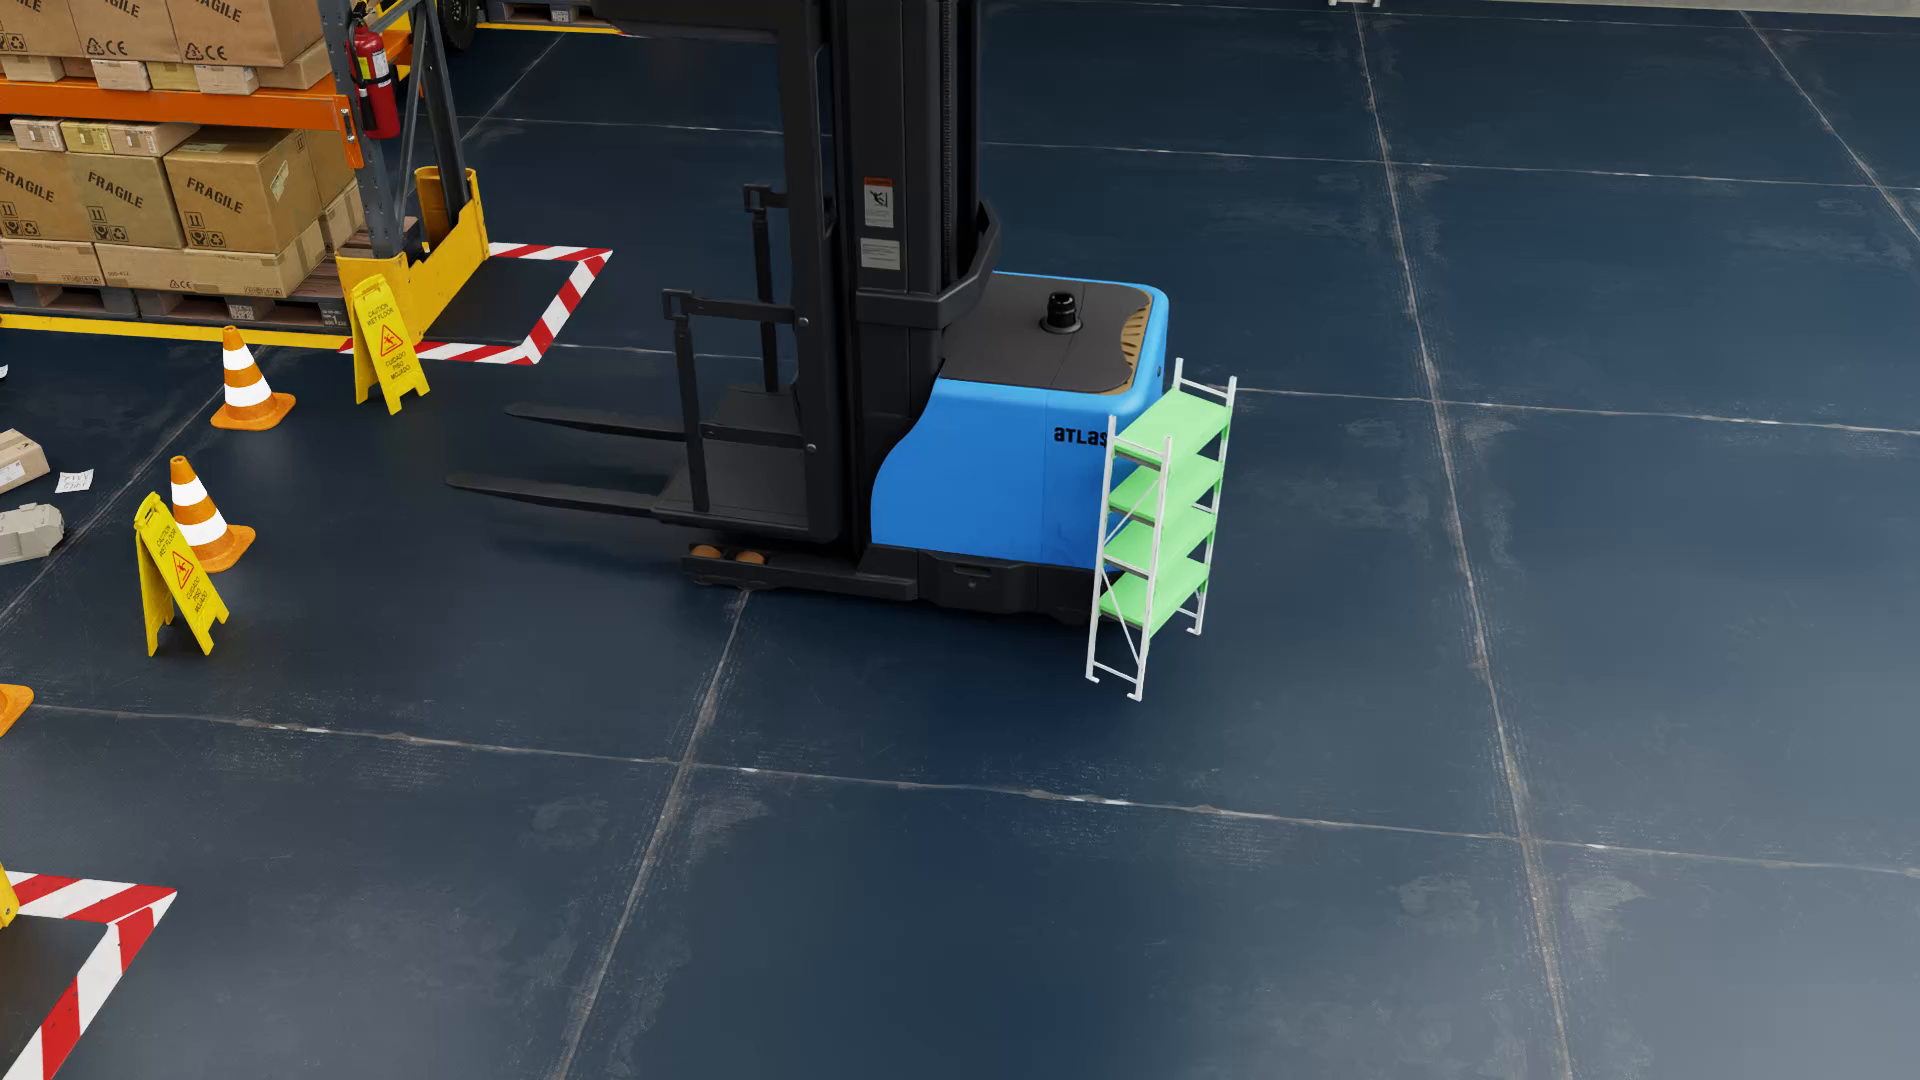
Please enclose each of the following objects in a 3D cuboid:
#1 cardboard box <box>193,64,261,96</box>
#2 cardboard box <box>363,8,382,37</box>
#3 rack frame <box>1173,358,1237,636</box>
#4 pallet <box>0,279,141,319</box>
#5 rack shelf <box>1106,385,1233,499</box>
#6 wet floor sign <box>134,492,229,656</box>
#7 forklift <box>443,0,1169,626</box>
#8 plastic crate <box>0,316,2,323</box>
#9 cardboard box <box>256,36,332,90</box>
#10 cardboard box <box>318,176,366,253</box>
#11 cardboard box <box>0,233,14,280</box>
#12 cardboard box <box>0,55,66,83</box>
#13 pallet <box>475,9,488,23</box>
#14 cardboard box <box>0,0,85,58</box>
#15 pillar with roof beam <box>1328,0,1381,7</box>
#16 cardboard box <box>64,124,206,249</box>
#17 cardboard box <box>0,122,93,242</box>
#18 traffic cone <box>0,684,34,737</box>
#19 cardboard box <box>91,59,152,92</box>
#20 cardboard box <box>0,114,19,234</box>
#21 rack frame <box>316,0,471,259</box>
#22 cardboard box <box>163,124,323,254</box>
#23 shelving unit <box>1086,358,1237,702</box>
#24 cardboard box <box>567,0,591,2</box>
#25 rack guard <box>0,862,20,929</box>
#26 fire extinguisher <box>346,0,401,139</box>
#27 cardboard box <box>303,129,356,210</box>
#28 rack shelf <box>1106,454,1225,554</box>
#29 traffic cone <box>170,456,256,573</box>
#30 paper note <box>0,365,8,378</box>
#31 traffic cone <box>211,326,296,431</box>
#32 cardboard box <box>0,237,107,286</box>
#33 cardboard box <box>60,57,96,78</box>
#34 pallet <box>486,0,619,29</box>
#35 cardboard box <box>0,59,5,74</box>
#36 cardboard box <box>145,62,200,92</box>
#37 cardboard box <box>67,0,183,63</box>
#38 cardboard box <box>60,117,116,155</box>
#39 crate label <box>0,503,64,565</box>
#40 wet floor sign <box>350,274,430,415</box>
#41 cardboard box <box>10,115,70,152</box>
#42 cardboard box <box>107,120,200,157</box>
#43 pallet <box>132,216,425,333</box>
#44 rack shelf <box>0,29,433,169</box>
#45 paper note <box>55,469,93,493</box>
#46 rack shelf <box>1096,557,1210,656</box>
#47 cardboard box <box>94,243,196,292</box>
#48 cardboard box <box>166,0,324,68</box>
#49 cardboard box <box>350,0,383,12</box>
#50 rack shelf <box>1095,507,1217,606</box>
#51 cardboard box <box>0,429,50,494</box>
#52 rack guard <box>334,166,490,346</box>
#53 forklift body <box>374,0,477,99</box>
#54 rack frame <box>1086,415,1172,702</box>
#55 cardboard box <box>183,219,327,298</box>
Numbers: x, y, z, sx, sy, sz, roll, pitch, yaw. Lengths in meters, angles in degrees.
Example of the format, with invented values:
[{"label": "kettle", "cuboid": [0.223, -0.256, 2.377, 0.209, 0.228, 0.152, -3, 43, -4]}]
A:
[{"label": "cardboard box", "cuboid": [-3.523, -2.315, 8.128, 0.250, 0.149, 0.380, 4, 36, 5]}, {"label": "cardboard box", "cuboid": [-3.170, -2.600, 8.527, 0.250, 0.149, 0.380, 4, 36, 6]}, {"label": "rack frame", "cuboid": [0.883, -0.142, 6.409, 0.240, 1.200, 0.015, 23, 41, 26]}, {"label": "pallet", "cuboid": [-4.942, -1.601, 9.311, 1.213, 0.211, 1.003, 4, 36, 6]}, {"label": "rack shelf", "cuboid": [0.755, -0.360, 5.998, 0.258, 0.148, 0.480, 23, 41, 26]}, {"label": "wet floor sign", "cuboid": [-3.109, 0.121, 6.525, 0.232, 0.644, 0.267, -2, 36, -2]}, {"label": "forklift", "cuboid": [-0.696, -1.272, 6.509, 3.031, 2.935, 1.130, 7, 36, 10]}, {"label": "plastic crate", "cuboid": [-5.374, -1.077, 8.690, 0.583, 0.080, 0.402, -7, 36, -10]}, {"label": "cardboard box", "cuboid": [-3.257, -2.360, 8.191, 0.250, 0.149, 0.380, 5, 36, 8]}, {"label": "cardboard box", "cuboid": [-3.624, -1.829, 9.236, 0.500, 0.250, 0.500, 4, 36, 6]}, {"label": "cardboard box", "cuboid": [-5.218, -1.636, 8.965, 0.500, 0.250, 0.500, 4, 36, 5]}, {"label": "cardboard box", "cuboid": [-4.535, -2.414, 8.267, 0.250, 0.149, 0.380, 4, 36, 5]}, {"label": "pallet", "cuboid": [-4.201, -4.407, 13.244, 1.213, 0.211, 1.003, 4, 36, 6]}, {"label": "cardboard box", "cuboid": [-4.424, -2.680, 8.081, 0.500, 0.500, 0.500, 4, 36, 6]}, {"label": "pillar with roof beam", "cuboid": [2.596, -5.506, 7.219, 0.400, 9.000, 9.100, 4, 36, 6]}, {"label": "cardboard box", "cuboid": [-4.205, -1.861, 8.635, 0.500, 0.500, 0.500, 6, 36, 8]}, {"label": "cardboard box", "cuboid": [-4.705, -1.902, 8.693, 0.500, 0.500, 0.500, 3, 36, 5]}, {"label": "traffic cone", "cuboid": [-3.735, 0.477, 6.184, 0.334, 0.463, 0.336, 4, 36, 6]}, {"label": "cardboard box", "cuboid": [-4.034, -2.348, 8.174, 0.250, 0.149, 0.380, 5, 36, 7]}, {"label": "cardboard box", "cuboid": [-5.229, -1.939, 8.745, 0.500, 0.500, 0.500, 6, 36, 8]}, {"label": "rack frame", "cuboid": [-2.859, -2.558, 8.252, 0.127, 3.000, 1.000, 4, 36, 6]}, {"label": "cardboard box", "cuboid": [-3.687, -1.824, 8.583, 0.500, 0.500, 0.500, 4, 36, 6]}, {"label": "shelving unit", "cuboid": [0.745, -0.025, 6.245, 0.258, 1.200, 0.503, 23, 41, 26]}, {"label": "cardboard box", "cuboid": [-2.737, -4.323, 12.730, 0.500, 0.250, 0.500, 5, 36, 6]}, {"label": "rack guard", "cuboid": [-3.366, 1.321, 4.969, 0.348, 0.500, 1.175, 4, 36, 6]}, {"label": "fire extinguisher", "cuboid": [-2.804, -2.252, 7.890, 0.183, 0.674, 0.296, 4, 36, 6]}, {"label": "cardboard box", "cuboid": [-3.648, -2.135, 9.020, 0.500, 0.500, 0.500, 3, 36, 4]}, {"label": "rack shelf", "cuboid": [0.749, -0.167, 6.141, 0.258, 0.148, 0.480, 23, 41, 26]}, {"label": "traffic cone", "cuboid": [-3.254, -0.149, 7.061, 0.334, 0.463, 0.336, 4, 36, 6]}, {"label": "paper note", "cuboid": [-4.899, -0.837, 8.396, 0.148, 0.019, 0.142, -7, 36, -10]}, {"label": "traffic cone", "cuboid": [-3.450, -0.814, 7.992, 0.334, 0.463, 0.336, 4, 36, 6]}, {"label": "cardboard box", "cuboid": [-4.728, -1.593, 8.905, 0.500, 0.250, 0.500, 3, 36, 4]}, {"label": "cardboard box", "cuboid": [-4.270, -2.448, 8.314, 0.250, 0.149, 0.380, 5, 36, 7]}, {"label": "pallet", "cuboid": [-2.995, -4.316, 13.115, 1.213, 0.211, 1.003, 4, 36, 6]}, {"label": "cardboard box", "cuboid": [-4.771, -2.484, 8.365, 0.250, 0.149, 0.380, 4, 36, 6]}, {"label": "cardboard box", "cuboid": [-3.774, -2.346, 8.171, 0.250, 0.149, 0.380, 4, 36, 5]}, {"label": "cardboard box", "cuboid": [-3.929, -2.641, 8.026, 0.500, 0.500, 0.500, 4, 36, 6]}, {"label": "cardboard box", "cuboid": [-4.309, -2.097, 8.407, 0.250, 0.149, 0.380, 5, 36, 7]}, {"label": "crate label", "cuboid": [-4.042, -0.039, 7.187, 0.298, 0.136, 0.250, -14, 38, -18]}, {"label": "wet floor sign", "cuboid": [-2.807, -0.969, 8.052, 0.232, 0.644, 0.267, 17, 39, 22]}, {"label": "cardboard box", "cuboid": [-4.570, -2.117, 8.436, 0.250, 0.149, 0.380, 6, 36, 8]}, {"label": "cardboard box", "cuboid": [-4.060, -2.076, 8.379, 0.250, 0.149, 0.380, 5, 36, 7]}, {"label": "pallet", "cuboid": [-3.736, -1.509, 9.183, 1.213, 0.211, 1.003, 4, 36, 6]}, {"label": "rack shelf", "cuboid": [-4.843, -2.413, 8.668, 4.000, 0.370, 1.077, 4, 36, 6]}, {"label": "paper note", "cuboid": [-4.050, -0.272, 7.605, 0.142, 0.019, 0.148, -7, 36, -10]}, {"label": "rack shelf", "cuboid": [0.738, 0.220, 6.426, 0.258, 0.148, 0.480, 23, 41, 26]}, {"label": "cardboard box", "cuboid": [-4.208, -1.557, 8.855, 0.500, 0.250, 0.500, 4, 36, 6]}, {"label": "cardboard box", "cuboid": [-3.433, -2.601, 7.970, 0.500, 0.500, 0.500, 4, 36, 5]}, {"label": "cardboard box", "cuboid": [-3.294, -2.915, 8.409, 0.500, 0.500, 0.500, 4, 36, 5]}, {"label": "rack shelf", "cuboid": [0.744, 0.027, 6.283, 0.258, 0.148, 0.480, 23, 41, 26]}, {"label": "cardboard box", "cuboid": [-4.416, -0.331, 7.585, 0.250, 0.149, 0.380, 24, 42, 30]}, {"label": "rack guard", "cuboid": [-2.935, -1.546, 8.986, 0.348, 0.500, 1.175, 4, 36, 6]}, {"label": "forklift body", "cuboid": [-4.344, -4.162, 11.230, 1.214, 2.155, 2.313, 4, 36, 6]}, {"label": "rack frame", "cuboid": [0.608, 0.092, 6.081, 0.240, 1.200, 0.015, 23, 41, 26]}, {"label": "cardboard box", "cuboid": [-3.719, -1.516, 8.798, 0.500, 0.250, 0.500, 4, 36, 6]}]
